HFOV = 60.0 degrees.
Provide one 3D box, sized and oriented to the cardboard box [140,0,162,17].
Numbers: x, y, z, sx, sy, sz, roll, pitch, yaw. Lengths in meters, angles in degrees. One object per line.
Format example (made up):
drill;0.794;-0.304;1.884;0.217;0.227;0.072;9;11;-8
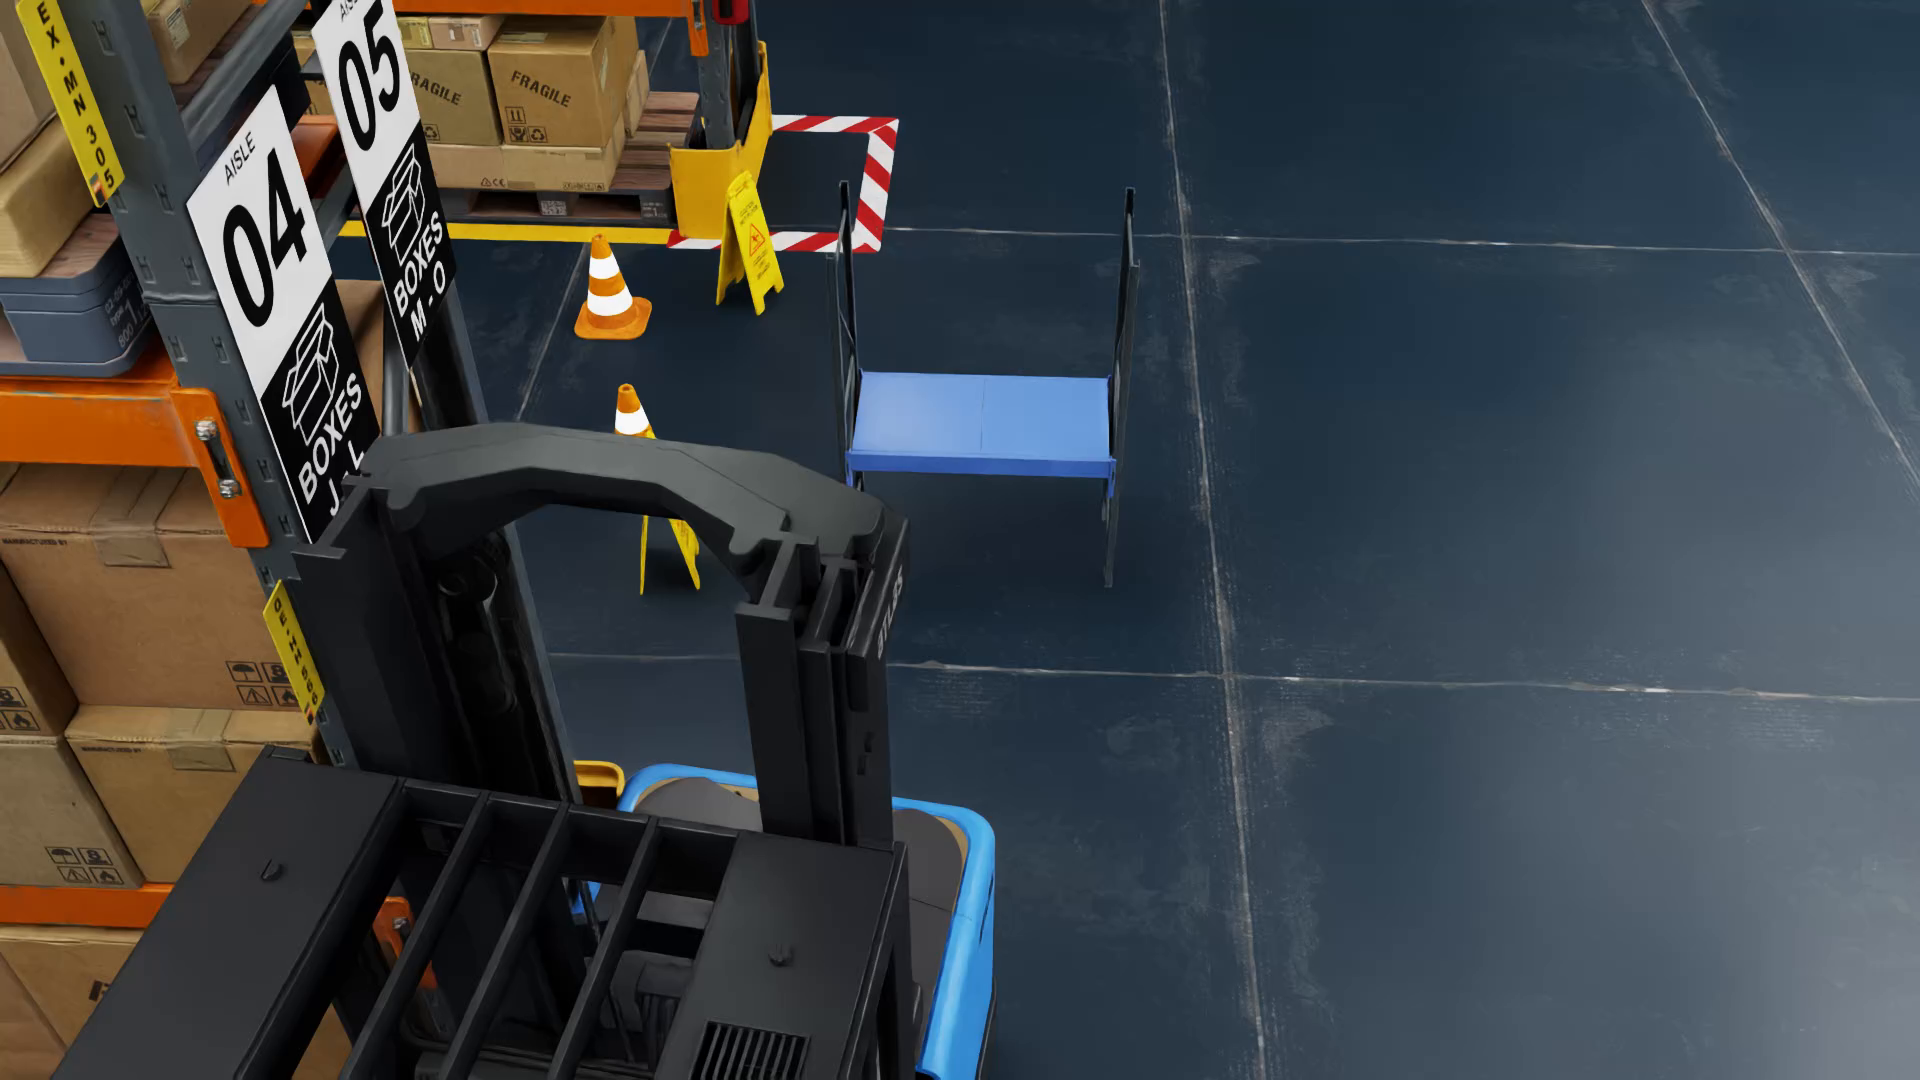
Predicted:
cardboard box;-1.745;-1.166;3.111;0.500;0.250;0.500;2;43;2

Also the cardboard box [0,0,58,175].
cardboard box;-1.776;-0.801;2.719;0.500;0.250;0.500;2;43;2

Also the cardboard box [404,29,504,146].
cardboard box;-2.486;-2.291;8.168;0.500;0.500;0.500;3;43;3

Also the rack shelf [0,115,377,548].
rack shelf;-3.272;-0.530;3.446;4.000;0.370;1.077;2;43;2

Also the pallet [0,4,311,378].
pallet;-2.016;-0.715;3.182;1.213;0.211;1.003;2;43;2

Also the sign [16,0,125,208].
sign;-1.312;-0.658;2.464;0.005;0.325;0.100;2;43;2

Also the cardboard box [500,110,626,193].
cardboard box;-1.996;-1.998;8.404;0.500;0.250;0.500;2;43;2

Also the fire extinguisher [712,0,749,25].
fire extinguisher;-1.058;-2.663;7.465;0.183;0.674;0.296;2;43;2

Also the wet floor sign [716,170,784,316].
wet floor sign;-1.010;-1.413;7.793;0.232;0.644;0.267;16;45;16

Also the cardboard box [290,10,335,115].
cardboard box;-2.989;-2.311;8.190;0.500;0.500;0.500;1;43;1

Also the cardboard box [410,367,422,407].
cardboard box;-2.552;-0.630;7.317;0.250;0.149;0.380;24;48;23

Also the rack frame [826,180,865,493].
rack frame;-0.423;-0.562;6.253;0.032;1.500;0.500;2;43;2

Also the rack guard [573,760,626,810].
rack guard;-1.250;1.281;5.008;0.348;0.500;1.175;2;43;2

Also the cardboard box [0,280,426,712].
cardboard box;-1.643;-0.122;3.779;0.550;0.550;0.875;2;43;2

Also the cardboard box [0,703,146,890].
cardboard box;-2.197;0.328;4.087;0.550;0.550;0.875;2;43;2

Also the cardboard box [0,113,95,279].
cardboard box;-1.621;-0.610;2.806;0.250;0.149;0.380;2;43;2

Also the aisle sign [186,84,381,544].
aisle sign;-1.217;-0.379;3.049;0.004;0.787;0.394;2;43;2

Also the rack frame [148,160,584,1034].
rack frame;-1.274;0.365;4.157;0.127;3.000;1.000;2;43;2

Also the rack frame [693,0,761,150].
rack frame;-1.152;-3.008;7.779;0.127;3.000;1.000;2;43;2

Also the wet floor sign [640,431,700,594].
wet floor sign;-1.156;-0.121;6.406;0.232;0.644;0.267;-5;43;-5

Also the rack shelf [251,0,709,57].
rack shelf;-3.150;-2.807;8.090;4.000;0.370;1.077;2;43;2

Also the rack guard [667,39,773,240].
rack guard;-1.228;-2.096;8.633;0.348;0.500;1.175;2;43;2

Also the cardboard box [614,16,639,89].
cardboard box;-1.969;-2.644;8.546;0.500;0.500;0.500;0;43;0

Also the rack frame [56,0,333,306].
rack frame;-1.274;-1.830;2.112;0.127;3.000;1.000;2;43;2

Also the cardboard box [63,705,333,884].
cardboard box;-1.647;0.330;4.085;0.550;0.550;0.875;2;43;2

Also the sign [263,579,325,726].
sign;-1.312;0.224;3.286;0.005;0.325;0.100;2;43;2

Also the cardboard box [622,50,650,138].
cardboard box;-1.945;-2.369;8.802;0.500;0.250;0.500;1;43;2

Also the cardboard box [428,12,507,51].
cardboard box;-2.334;-2.480;7.895;0.250;0.149;0.380;3;43;3

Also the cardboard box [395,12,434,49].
cardboard box;-2.585;-2.490;7.906;0.250;0.149;0.380;2;43;3

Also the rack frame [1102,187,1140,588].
rack frame;0.593;-0.531;6.219;0.032;1.500;0.500;2;43;2

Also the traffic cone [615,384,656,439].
traffic cone;-1.350;-0.449;6.892;0.334;0.463;0.336;2;43;2

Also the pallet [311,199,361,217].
pallet;-3.253;-2.079;8.827;1.213;0.211;1.003;2;43;2

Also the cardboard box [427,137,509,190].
cardboard box;-2.489;-2.019;8.426;0.500;0.250;0.500;2;43;2

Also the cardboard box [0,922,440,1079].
cardboard box;-1.954;1.013;4.712;0.875;0.875;0.875;2;43;2

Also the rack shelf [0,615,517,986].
rack shelf;-3.272;0.567;4.468;4.000;0.370;1.077;2;43;2

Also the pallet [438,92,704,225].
pallet;-2.038;-2.039;8.784;1.213;0.211;1.003;2;43;2

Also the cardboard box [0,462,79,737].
cardboard box;-2.197;-0.076;3.729;0.550;0.550;0.875;2;43;2

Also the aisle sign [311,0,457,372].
aisle sign;-1.190;-0.788;3.488;0.004;0.787;0.394;2;43;2

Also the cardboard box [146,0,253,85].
cardboard box;-1.602;-1.059;3.289;0.250;0.149;0.380;2;43;2

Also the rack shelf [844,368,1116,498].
rack shelf;0.085;-0.415;6.359;1.000;0.185;0.538;2;43;2

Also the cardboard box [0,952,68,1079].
cardboard box;-2.834;0.988;4.740;0.875;0.875;0.875;1;43;1

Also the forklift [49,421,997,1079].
forklift;-0.670;1.360;3.140;1.130;2.935;3.031;7;43;8

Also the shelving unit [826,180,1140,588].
shelving unit;0.085;-0.546;6.236;1.048;1.500;0.538;2;43;2

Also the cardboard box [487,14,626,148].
cardboard box;-1.964;-2.277;8.153;0.500;0.500;0.500;2;43;2

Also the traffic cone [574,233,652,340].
traffic cone;-1.640;-1.215;7.715;0.334;0.463;0.336;2;43;2
